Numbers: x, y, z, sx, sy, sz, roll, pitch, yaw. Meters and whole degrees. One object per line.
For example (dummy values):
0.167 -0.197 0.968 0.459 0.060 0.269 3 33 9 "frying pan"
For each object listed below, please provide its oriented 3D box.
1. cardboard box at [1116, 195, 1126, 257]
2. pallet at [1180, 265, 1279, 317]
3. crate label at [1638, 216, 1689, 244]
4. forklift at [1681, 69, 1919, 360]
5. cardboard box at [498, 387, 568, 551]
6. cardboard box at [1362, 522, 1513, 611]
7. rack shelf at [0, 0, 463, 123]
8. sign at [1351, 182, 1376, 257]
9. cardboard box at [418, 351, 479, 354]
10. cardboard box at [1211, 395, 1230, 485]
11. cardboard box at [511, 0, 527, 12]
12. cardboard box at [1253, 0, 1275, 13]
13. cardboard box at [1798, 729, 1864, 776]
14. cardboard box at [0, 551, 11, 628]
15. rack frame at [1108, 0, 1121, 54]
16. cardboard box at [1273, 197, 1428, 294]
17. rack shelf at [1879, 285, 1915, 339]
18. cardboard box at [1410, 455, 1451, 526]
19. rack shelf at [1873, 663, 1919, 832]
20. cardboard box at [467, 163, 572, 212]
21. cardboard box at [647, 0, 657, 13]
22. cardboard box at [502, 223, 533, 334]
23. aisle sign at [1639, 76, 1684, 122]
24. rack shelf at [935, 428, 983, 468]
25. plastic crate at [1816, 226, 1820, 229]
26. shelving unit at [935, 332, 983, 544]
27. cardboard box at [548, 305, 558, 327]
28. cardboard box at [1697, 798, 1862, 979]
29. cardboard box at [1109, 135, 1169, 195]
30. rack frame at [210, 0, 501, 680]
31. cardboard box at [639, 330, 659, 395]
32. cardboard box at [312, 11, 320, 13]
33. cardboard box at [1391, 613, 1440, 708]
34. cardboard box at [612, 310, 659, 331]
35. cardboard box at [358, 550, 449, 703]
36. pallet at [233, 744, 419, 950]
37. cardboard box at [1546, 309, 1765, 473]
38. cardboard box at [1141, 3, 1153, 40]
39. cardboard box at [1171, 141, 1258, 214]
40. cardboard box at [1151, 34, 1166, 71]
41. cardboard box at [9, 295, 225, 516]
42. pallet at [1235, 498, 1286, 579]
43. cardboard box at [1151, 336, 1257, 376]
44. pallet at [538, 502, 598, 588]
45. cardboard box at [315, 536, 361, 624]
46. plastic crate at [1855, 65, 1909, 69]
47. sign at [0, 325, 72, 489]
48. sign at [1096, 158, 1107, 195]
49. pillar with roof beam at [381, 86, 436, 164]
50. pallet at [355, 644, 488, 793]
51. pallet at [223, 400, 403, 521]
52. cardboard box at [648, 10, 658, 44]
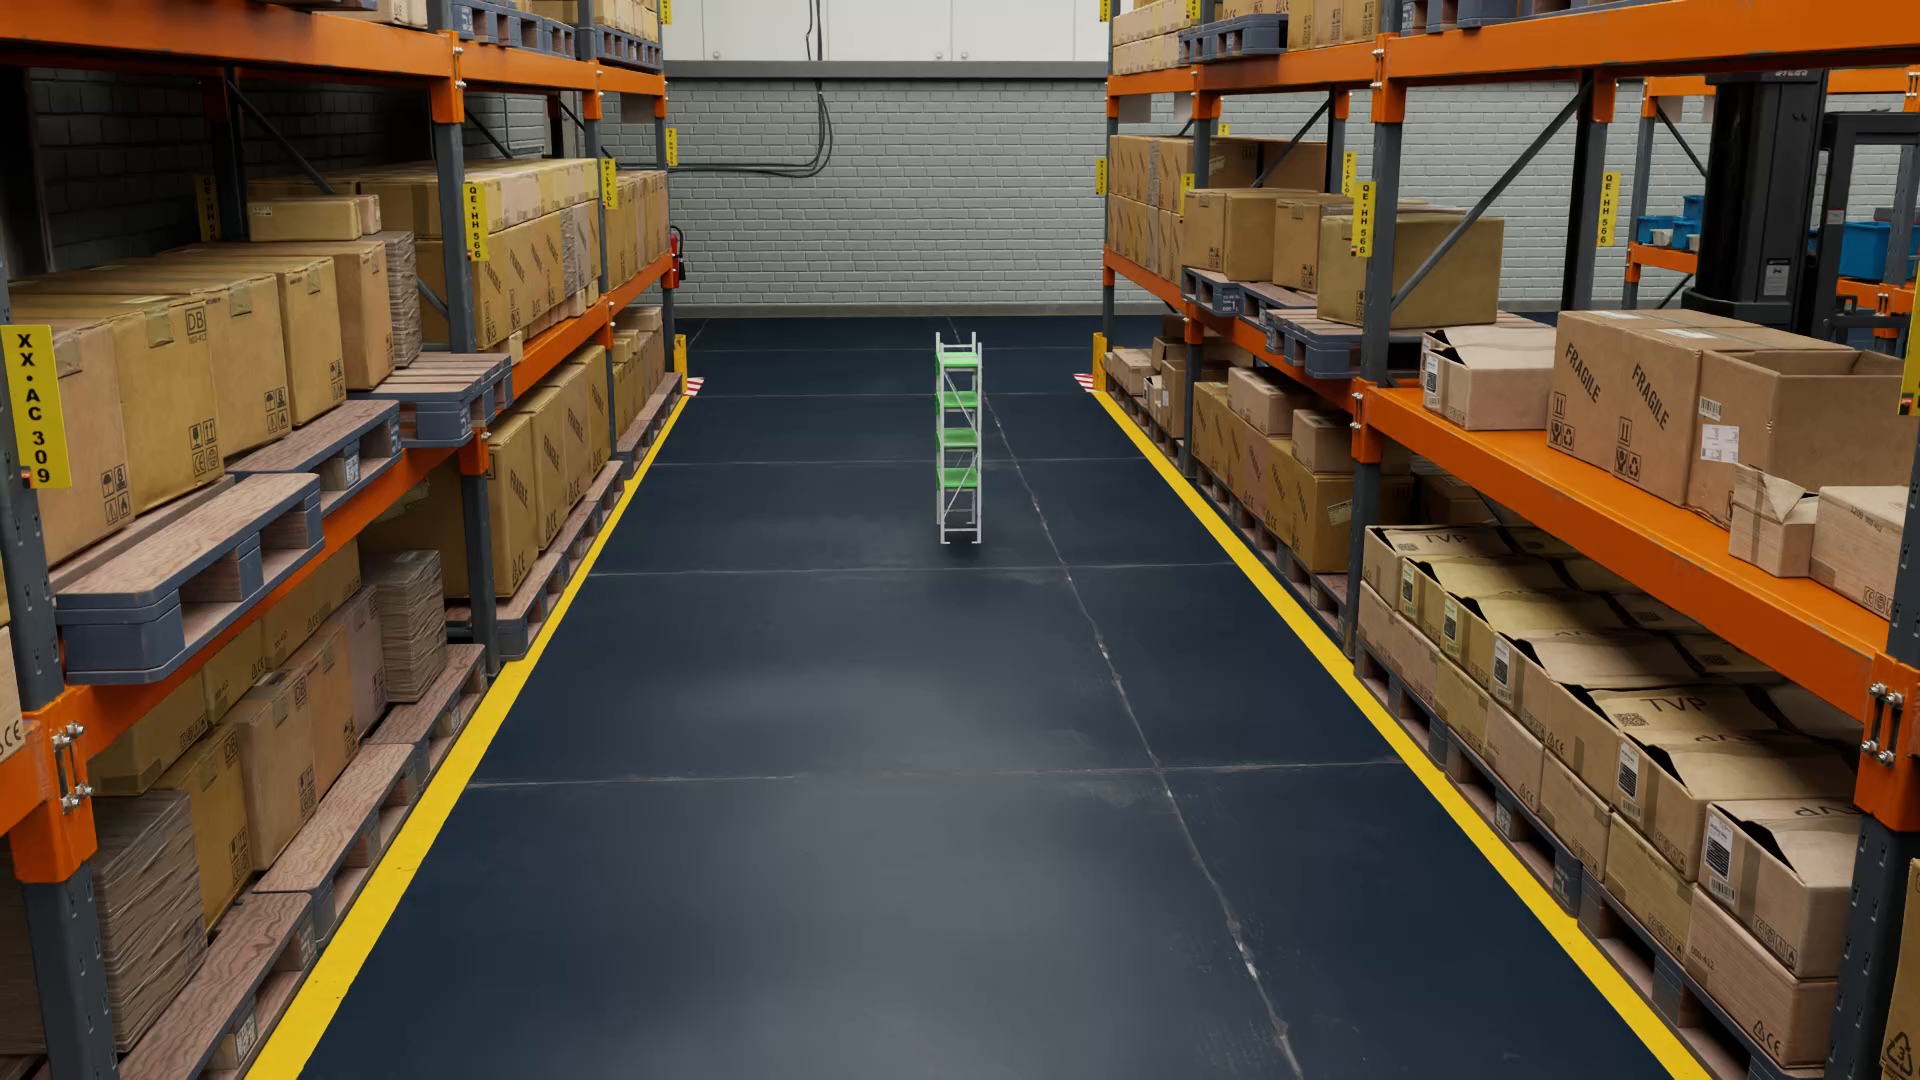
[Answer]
1.632 -2.700 14.298 0.500 0.500 0.500 -1 14 -4 "cardboard box"
2.019 -1.606 10.633 1.003 0.211 1.213 -1 14 -3 "pallet"
6.462 -2.851 15.303 0.416 0.233 0.303 -1 14 -3 "crate label"
5.378 -1.561 10.210 3.031 2.935 1.130 2 15 7 "forklift"
-2.580 -0.392 9.002 0.750 0.750 0.750 -1 14 -4 "cardboard box"
2.066 0.087 7.218 0.500 0.311 0.500 0 14 -2 "cardboard box"
-2.494 -1.434 5.003 1.077 0.370 4.000 -1 14 -3 "rack shelf"
1.785 -1.416 7.345 0.100 0.325 0.005 -1 14 -3 "sign"
-2.407 -0.800 7.581 0.380 0.149 0.250 -1 14 -4 "cardboard box"
1.910 -0.645 10.647 0.500 0.500 0.500 -1 14 -3 "cardboard box"
-2.821 -3.178 9.254 0.700 0.500 0.500 -1 14 -4 "cardboard box"
2.100 -3.360 9.801 0.600 0.600 0.600 -1 14 -4 "cardboard box"
2.772 0.716 4.774 0.500 0.311 0.500 -1 14 -4 "cardboard box"
-2.032 -0.020 2.838 0.500 0.500 0.500 -1 14 -4 "cardboard box"
1.831 -5.799 14.506 1.000 3.000 0.127 -1 14 -3 "rack frame"
2.250 -1.712 9.619 0.700 0.500 0.500 -5 15 -18 "cardboard box"
7.147 -1.129 9.838 1.077 0.370 4.000 -1 14 -3 "rack shelf"
2.545 -0.155 8.741 0.500 0.500 0.500 -1 14 -5 "cardboard box"
2.698 0.936 1.811 1.077 0.370 4.000 -1 14 -3 "rack shelf"
-2.527 -2.021 9.517 0.500 0.250 0.500 -1 14 -2 "cardboard box"
-2.795 -4.634 13.749 0.500 0.500 0.500 -1 14 -4 "cardboard box"
-2.415 -1.284 8.160 0.500 0.500 0.500 0 14 -2 "cardboard box"
6.474 -4.242 15.275 0.394 0.787 0.004 -1 14 -3 "aisle sign"
-0.010 -0.560 10.053 0.258 0.148 0.480 -1 14 -3 "rack shelf"
7.112 -2.329 13.176 0.437 0.282 0.530 -1 14 -3 "plastic crate"
-0.010 -0.622 10.037 0.258 1.200 0.503 -1 14 -3 "shelving unit"
-2.527 -1.313 9.575 0.380 0.149 0.250 -1 14 -5 "cardboard box"
2.263 0.851 4.250 0.500 0.311 0.500 -1 14 -3 "cardboard box"
1.595 -3.312 14.672 0.500 0.500 0.500 0 14 -2 "cardboard box"
-2.617 -0.827 7.220 1.000 3.000 0.127 -1 14 -3 "rack frame"
-2.939 -1.512 14.058 0.700 0.500 0.500 -1 14 -4 "cardboard box"
-2.630 -2.015 5.573 0.797 0.503 0.637 1 14 4 "cardboard box"
2.098 0.484 6.802 0.500 0.250 0.500 -1 14 -5 "cardboard box"
-2.764 -1.858 14.101 0.380 0.149 0.250 0 14 -2 "cardboard box"
-2.521 0.349 6.784 0.700 0.500 0.500 -1 14 -3 "cardboard box"
-2.498 1.021 5.636 1.003 0.211 1.213 -1 14 -3 "pallet"
2.447 -0.536 5.888 0.500 0.500 0.500 -2 15 -6 "cardboard box"
1.691 -4.011 12.874 0.500 0.250 0.500 -1 14 -3 "cardboard box"
1.789 -2.554 11.724 0.500 0.500 0.500 -1 14 -3 "cardboard box"
1.723 -3.645 12.453 0.500 0.250 0.500 -1 14 -3 "cardboard box"
-2.395 -0.360 4.321 0.700 0.500 0.500 1 14 2 "cardboard box"
2.245 -0.043 9.769 1.003 0.211 1.213 -1 14 -3 "pallet"
1.957 -1.370 13.460 0.797 0.503 0.637 -1 14 -3 "cardboard box"
-2.664 0.024 9.511 1.003 0.211 1.213 -1 14 -3 "pallet"
-2.548 0.128 6.136 0.500 0.250 0.500 -1 14 -2 "cardboard box"
6.695 -3.425 11.725 0.450 0.188 0.662 -1 14 -3 "plastic crate"
-1.829 -0.262 3.286 0.100 0.325 0.005 -1 14 -3 "sign"
1.289 -3.305 15.113 0.100 0.325 0.005 -1 14 -3 "sign"
0.525 -4.954 11.222 9.100 9.000 0.400 -1 14 -3 "pillar with roof beam"
-2.571 0.718 6.812 1.003 0.211 1.213 -1 14 -3 "pallet"
-2.454 -0.242 5.333 1.003 0.211 1.213 -1 14 -3 "pallet"
-2.803 -4.270 13.841 0.500 0.250 0.500 0 14 -2 "cardboard box"
